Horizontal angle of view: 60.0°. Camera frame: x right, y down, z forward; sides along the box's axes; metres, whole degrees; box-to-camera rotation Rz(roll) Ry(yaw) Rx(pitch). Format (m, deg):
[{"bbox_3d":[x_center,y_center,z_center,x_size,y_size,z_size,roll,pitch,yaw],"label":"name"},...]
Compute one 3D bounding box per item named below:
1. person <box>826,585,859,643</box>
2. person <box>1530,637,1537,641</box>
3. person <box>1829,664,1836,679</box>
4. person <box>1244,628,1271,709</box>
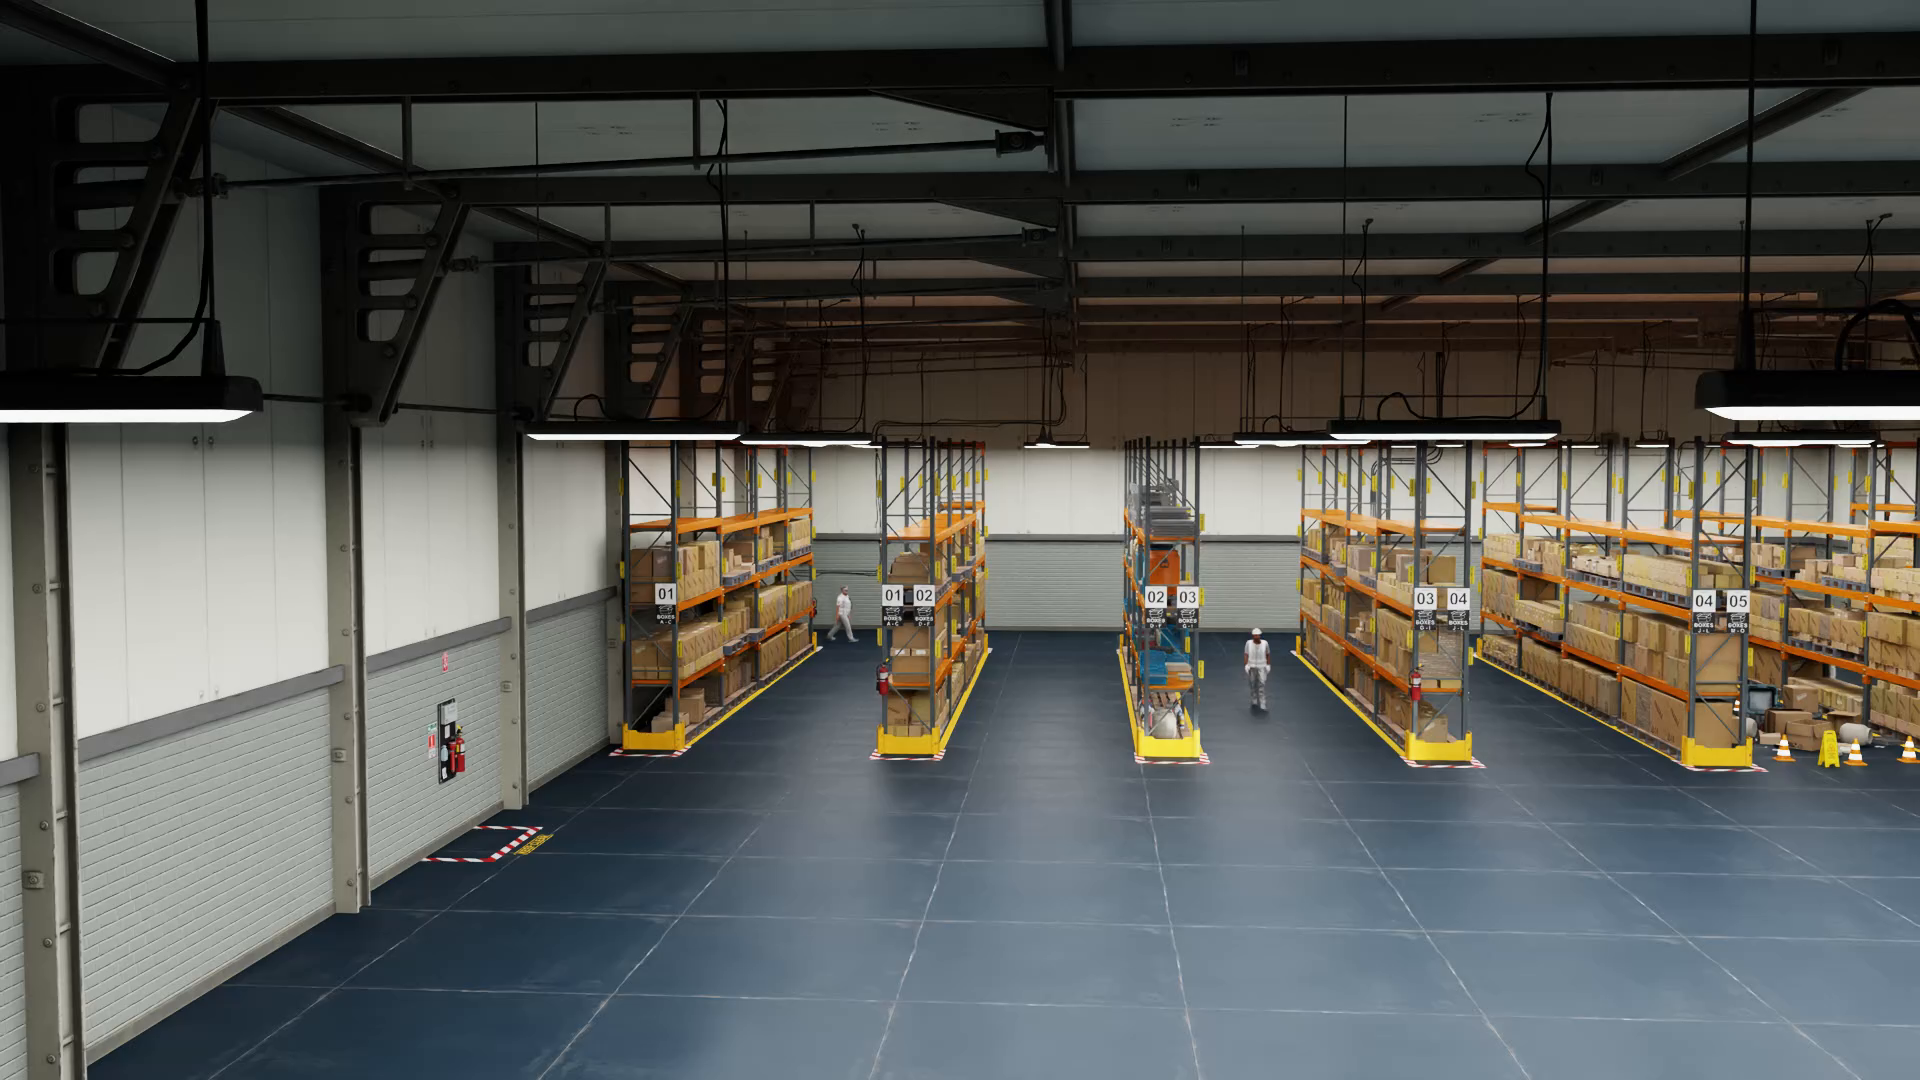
[{"bbox_3d":[-3.504,2.205,49.801,1.130,1.709,0.526,1,3,17],"label":"person"},{"bbox_3d":[16.927,2.241,48.981,0.754,1.703,0.549,-2,4,-33],"label":"person"},{"bbox_3d":[21.116,2.733,40.516,0.537,1.660,0.522,0,3,3],"label":"person"},{"bbox_3d":[6.615,2.838,37.069,0.570,1.743,0.901,1,3,17],"label":"person"}]
